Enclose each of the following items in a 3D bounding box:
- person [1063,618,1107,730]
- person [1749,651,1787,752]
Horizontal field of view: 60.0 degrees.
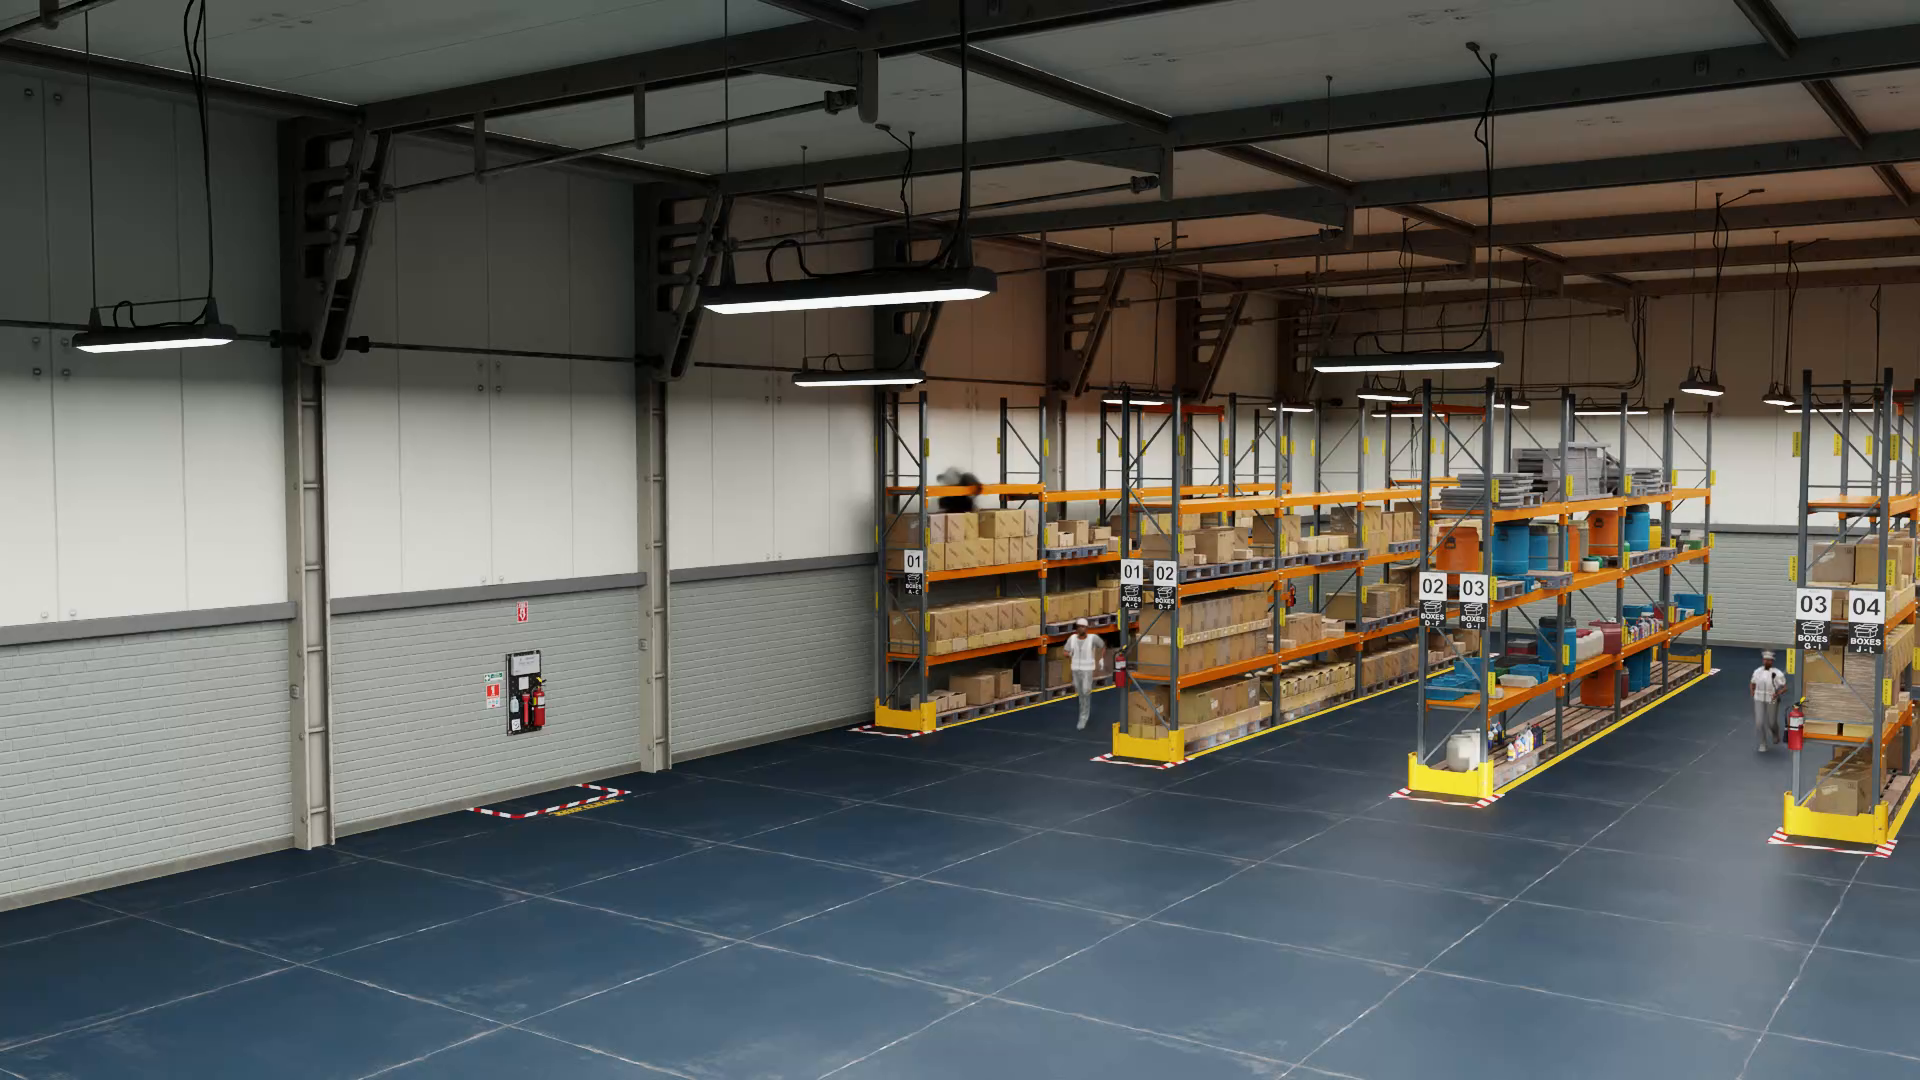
[{"bbox_3d":[2.092,2.248,28.313,0.679,1.834,0.844,1,4,25],"label":"person"},{"bbox_3d":[13.326,2.650,27.465,0.576,1.652,0.612,2,4,38],"label":"person"}]
